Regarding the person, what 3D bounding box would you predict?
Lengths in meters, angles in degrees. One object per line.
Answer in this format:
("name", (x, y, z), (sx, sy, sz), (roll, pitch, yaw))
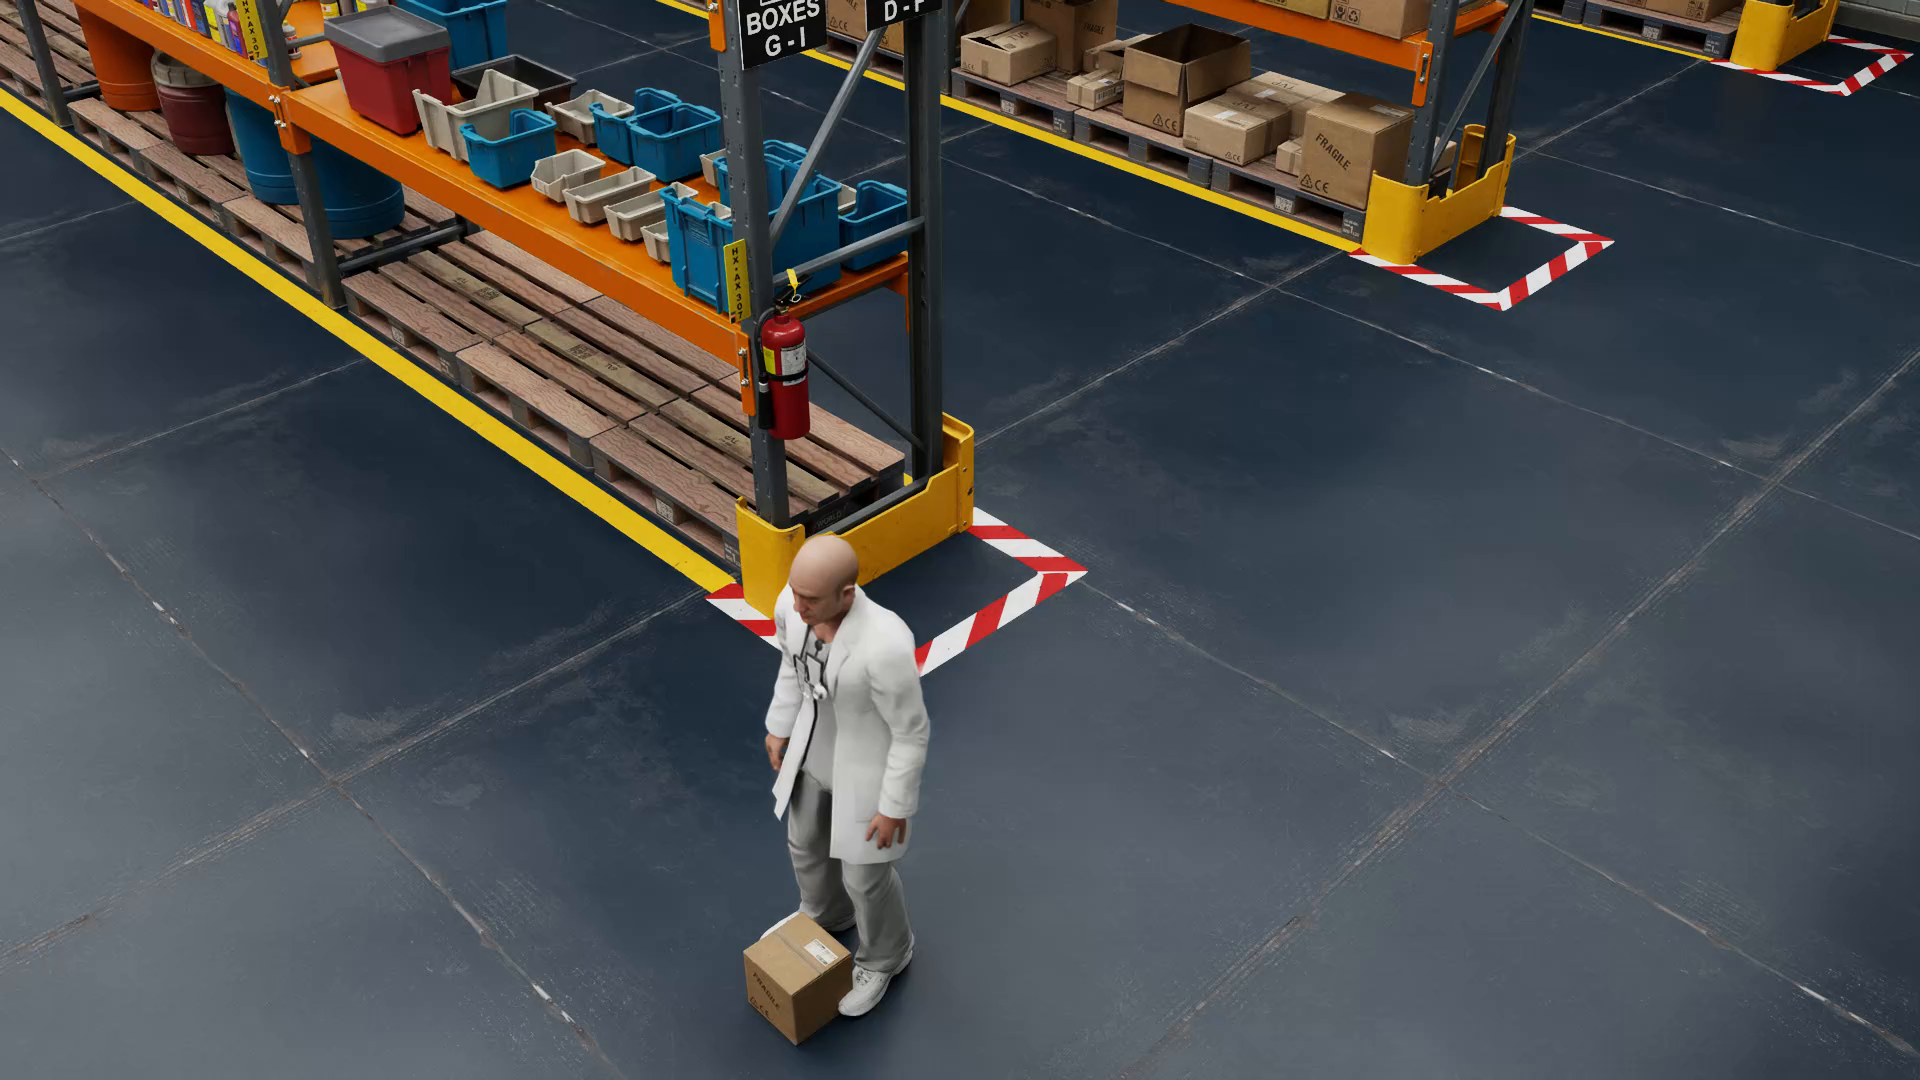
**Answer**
("person", (-0.360, 0.704, 5.153), (0.423, 1.775, 0.643), (-30, 45, -35))
